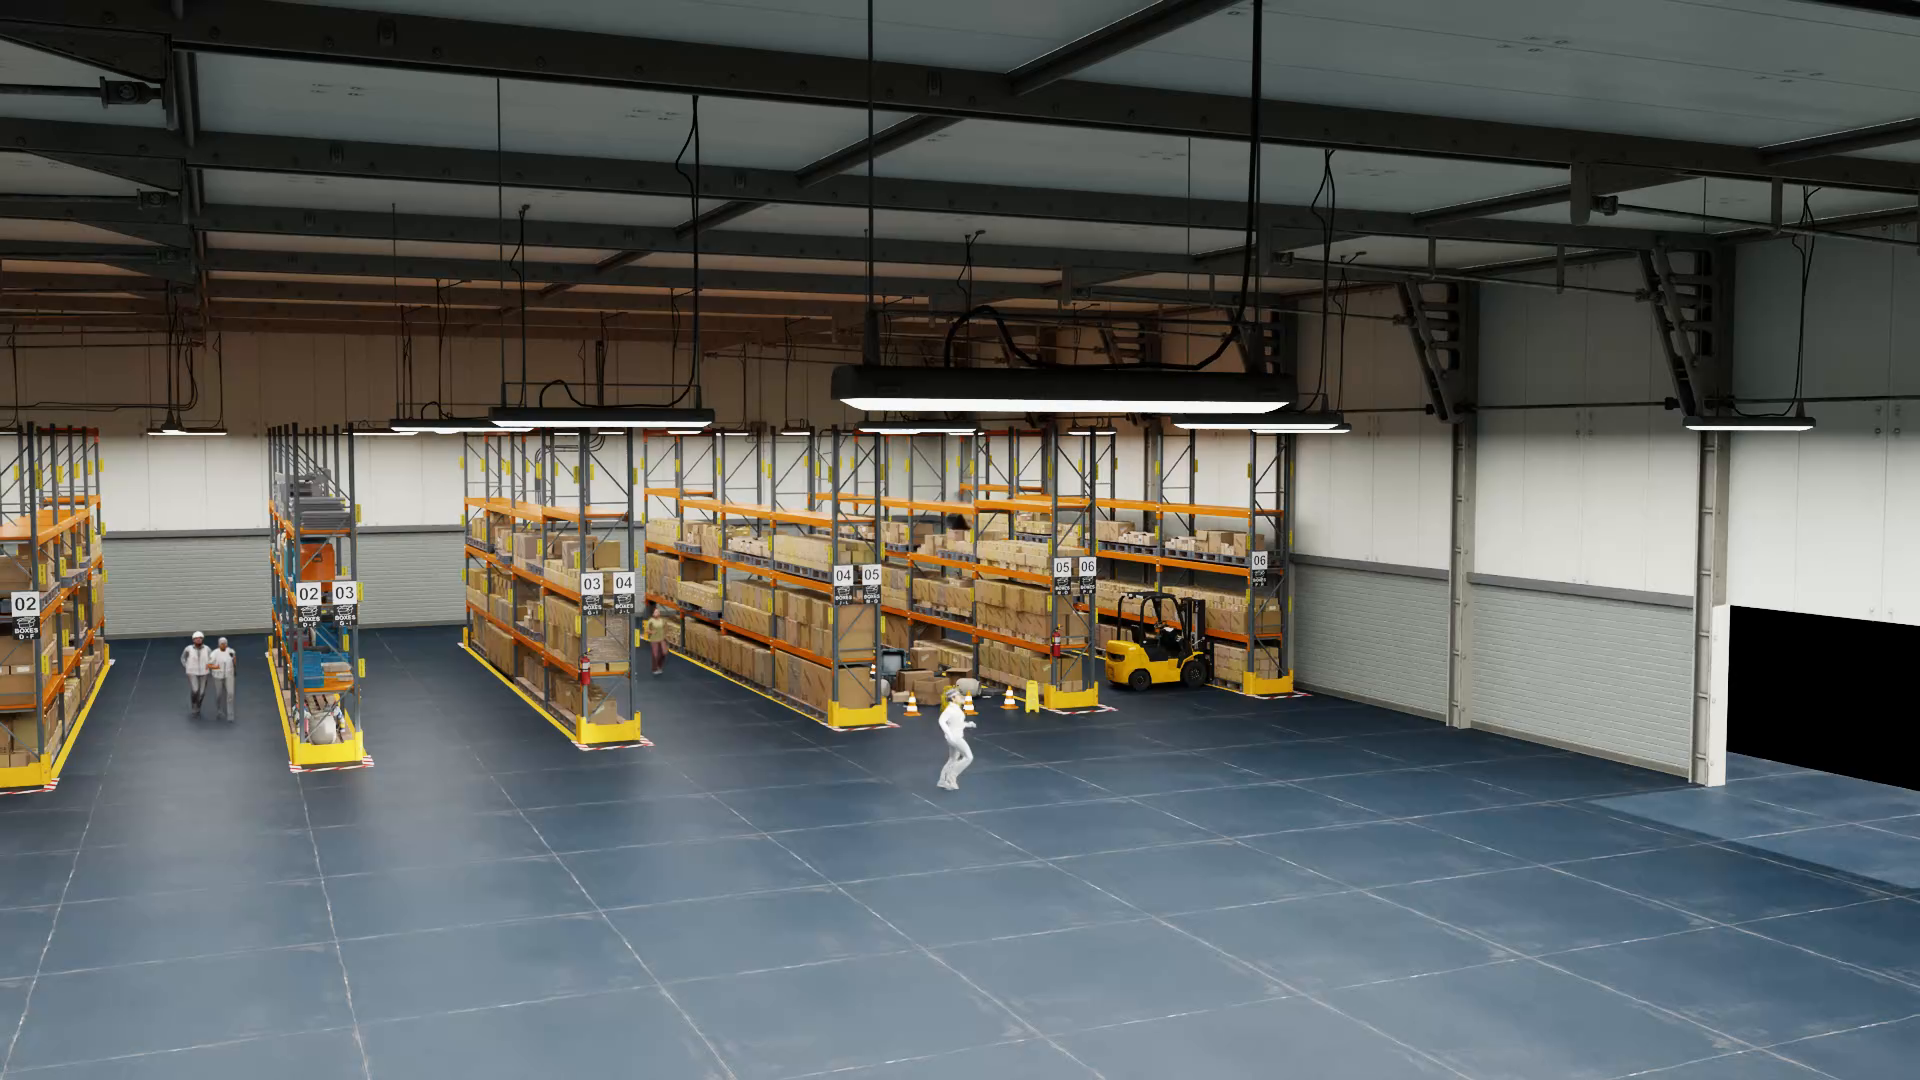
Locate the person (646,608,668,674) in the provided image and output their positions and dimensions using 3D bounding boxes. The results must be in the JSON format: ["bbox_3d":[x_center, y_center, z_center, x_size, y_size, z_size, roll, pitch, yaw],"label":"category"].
[{"bbox_3d":[-7.283,2.443,40.106,0.559,1.629,0.583,-2,4,-31],"label":"person"}]

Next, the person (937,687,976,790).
[{"bbox_3d":[-0.055,3.227,27.034,0.641,1.654,0.586,0,3,0],"label":"person"}]

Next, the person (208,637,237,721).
[{"bbox_3d":[-15.056,2.823,33.966,0.572,1.699,0.866,-2,4,-31],"label":"person"}]

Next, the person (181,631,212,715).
[{"bbox_3d":[-15.735,2.747,34.362,0.584,1.722,0.724,-3,4,-38],"label":"person"}]

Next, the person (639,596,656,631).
[{"bbox_3d":[-9.200,1.910,49.162,0.711,1.651,0.762,0,3,-2],"label":"person"}]
